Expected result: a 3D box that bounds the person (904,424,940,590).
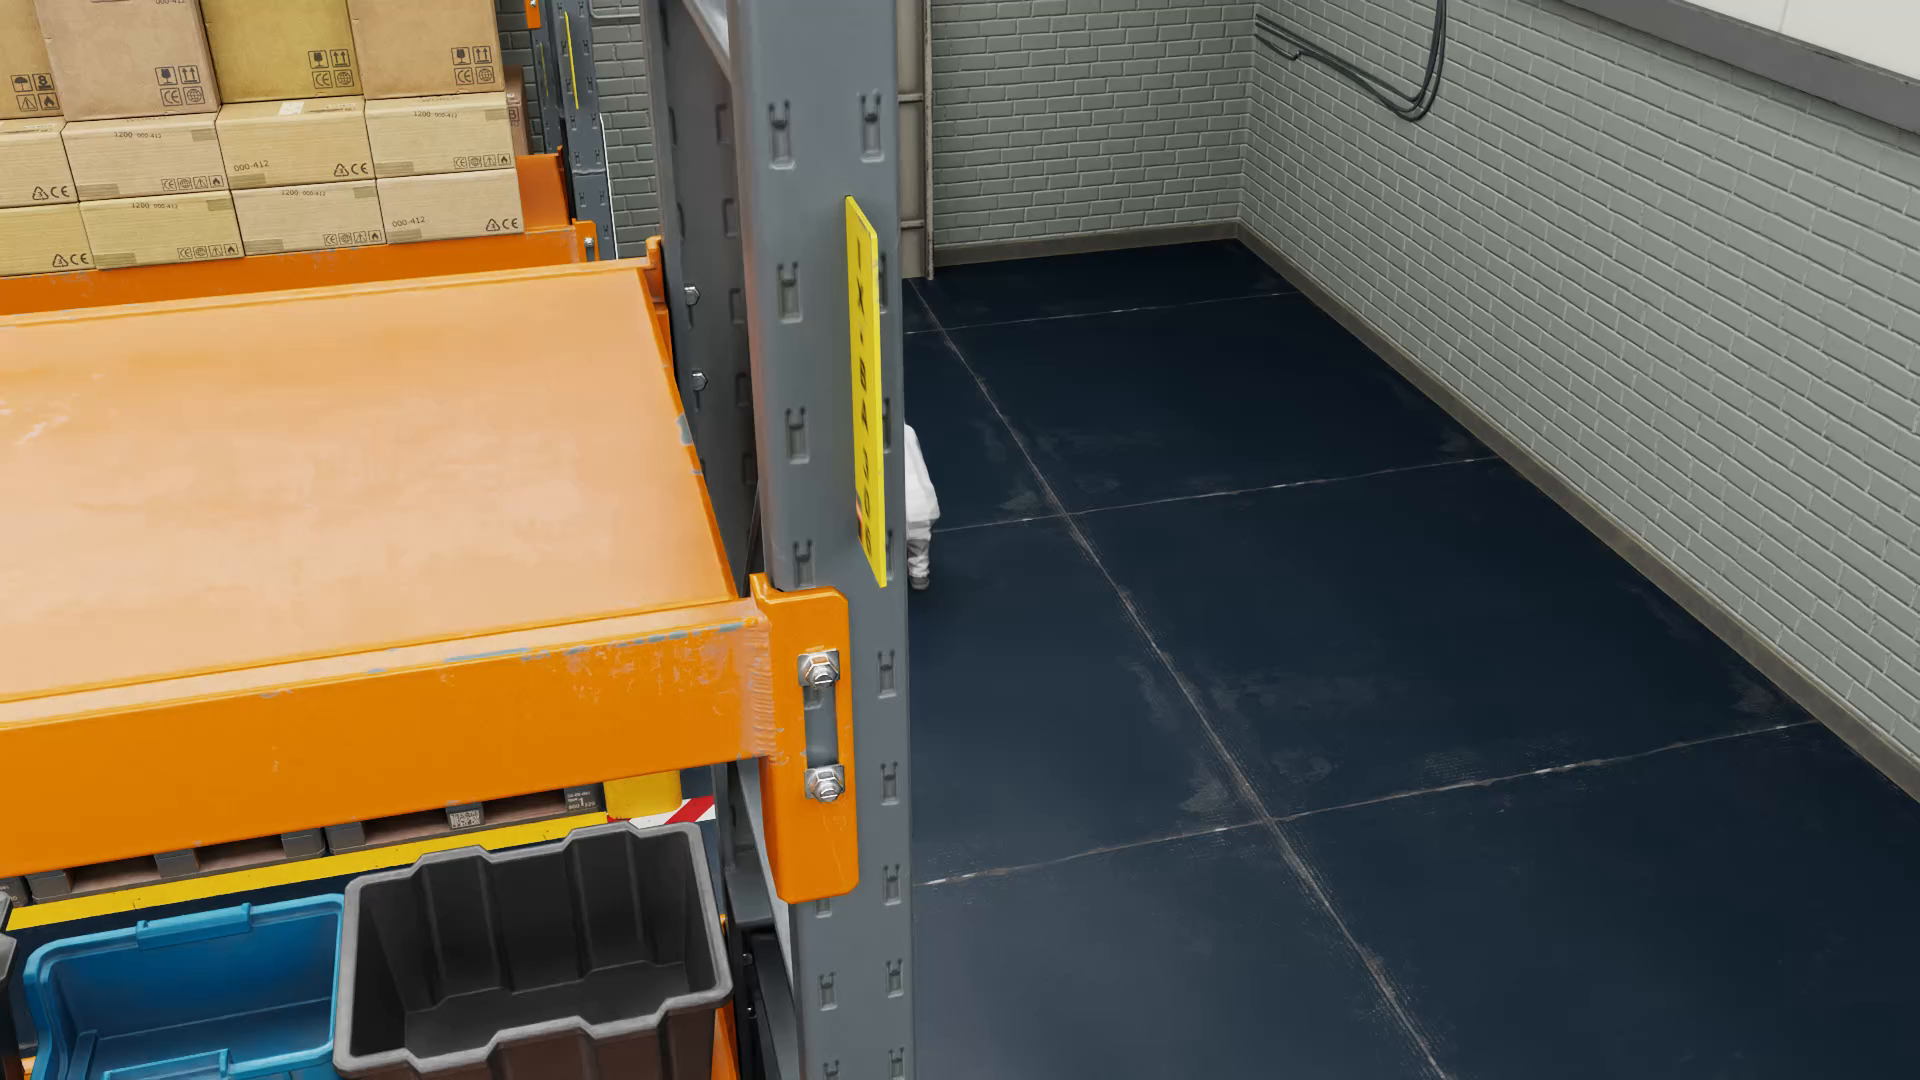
[{"bbox_3d":[-0.430,-0.241,9.322,0.574,0.994,0.877,-8,31,-13],"label":"person"}]
